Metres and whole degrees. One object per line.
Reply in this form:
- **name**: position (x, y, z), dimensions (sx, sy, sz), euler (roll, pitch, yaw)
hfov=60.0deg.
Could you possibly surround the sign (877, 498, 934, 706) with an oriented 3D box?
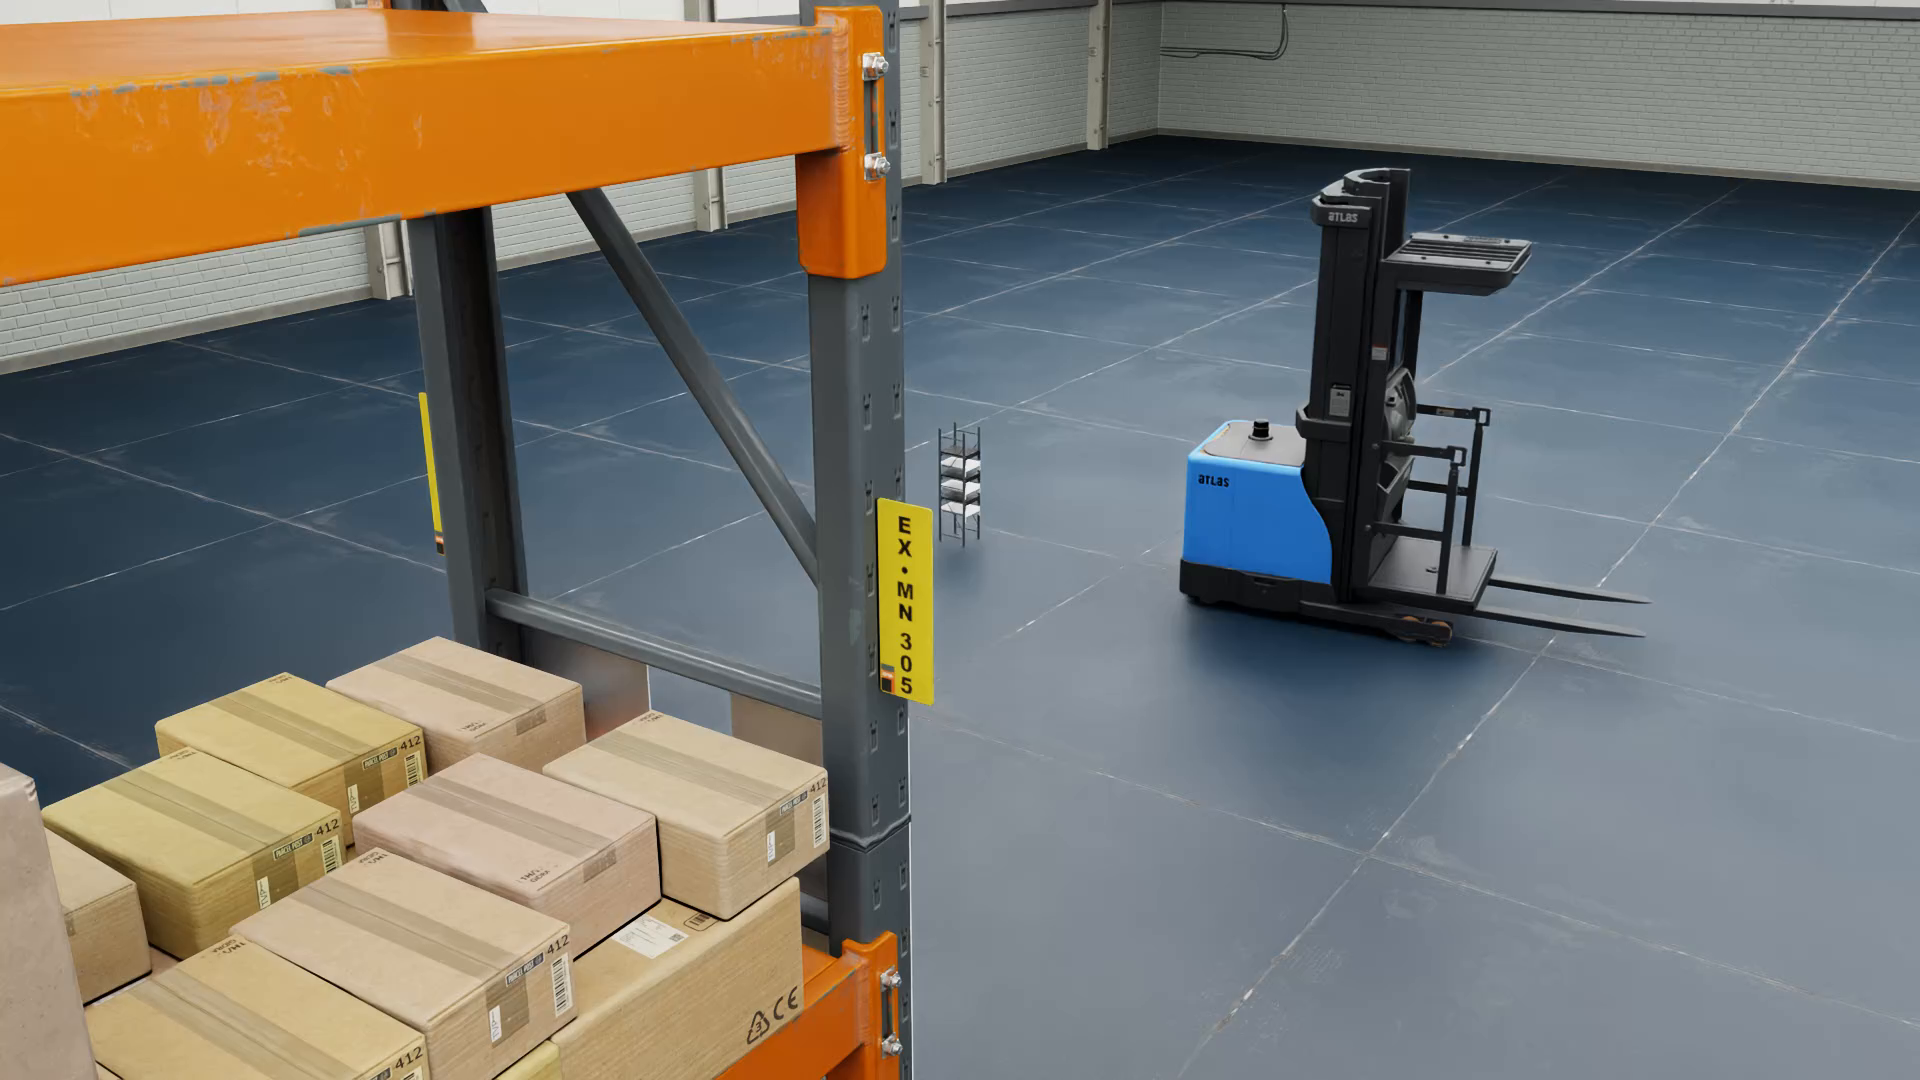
- **sign**: position (-0.084, 0.097, 2.578), dimensions (0.100, 0.325, 0.005), euler (13, 24, 32)

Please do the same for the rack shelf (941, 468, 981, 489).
- **rack shelf**: position (-0.005, -0.473, 12.583), dimensions (0.258, 0.077, 0.200), euler (13, 24, 32)

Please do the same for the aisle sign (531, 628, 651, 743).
- **aisle sign**: position (-0.745, 0.510, 3.315), dimensions (0.394, 0.787, 0.004), euler (13, 24, 32)

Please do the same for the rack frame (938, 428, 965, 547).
- **rack frame**: position (-0.062, -0.391, 12.524), dimensions (0.240, 0.900, 0.006), euler (13, 24, 32)

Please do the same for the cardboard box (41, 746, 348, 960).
- **cardboard box**: position (-1.143, 0.468, 2.494), dimensions (0.380, 0.149, 0.250), euler (13, 24, 31)

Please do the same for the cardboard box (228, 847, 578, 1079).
- **cardboard box**: position (-0.736, 0.574, 2.206), dimensions (0.380, 0.149, 0.250), euler (12, 23, 30)

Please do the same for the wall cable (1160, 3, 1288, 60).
- **wall cable**: position (5.642, -11.622, 35.690), dimensions (3.097, 2.526, 0.112), euler (13, 24, 32)

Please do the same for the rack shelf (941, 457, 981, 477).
- **rack shelf**: position (-0.005, -0.557, 12.552), dimensions (0.258, 0.077, 0.200), euler (13, 24, 32)

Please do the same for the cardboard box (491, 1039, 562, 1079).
- **cardboard box**: position (-0.871, 0.801, 2.169), dimensions (0.500, 0.250, 0.500), euler (13, 24, 32)

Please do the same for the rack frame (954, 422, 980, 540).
- **rack frame**: position (0.053, -0.449, 12.681), dimensions (0.240, 0.900, 0.006), euler (13, 24, 32)

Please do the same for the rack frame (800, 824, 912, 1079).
- **rack frame**: position (-0.532, 1.806, 3.560), dimensions (1.000, 3.000, 0.127), euler (13, 24, 32)

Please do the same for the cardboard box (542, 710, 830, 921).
- **cardboard box**: position (-0.430, 0.423, 2.616), dimensions (0.380, 0.149, 0.250), euler (13, 24, 32)

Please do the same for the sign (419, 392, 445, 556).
- **sign**: position (-0.980, -0.117, 3.174), dimensions (0.100, 0.325, 0.005), euler (13, 24, 32)

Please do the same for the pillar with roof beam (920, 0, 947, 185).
- **pillar with roof beam**: position (3.080, -9.930, 26.640), dimensions (9.100, 9.000, 0.400), euler (13, 24, 32)

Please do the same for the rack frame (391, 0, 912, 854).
- **rack frame**: position (-0.532, -1.008, 2.519), dimensions (1.000, 3.000, 0.127), euler (13, 24, 32)

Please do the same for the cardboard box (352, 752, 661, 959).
- **cardboard box**: position (-0.673, 0.474, 2.476), dimensions (0.380, 0.149, 0.250), euler (12, 24, 30)

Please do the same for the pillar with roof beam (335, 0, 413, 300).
- **pillar with roof beam**: position (-3.665, -6.487, 17.332), dimensions (9.100, 9.000, 0.400), euler (13, 24, 32)

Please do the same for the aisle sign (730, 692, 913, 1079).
- **aisle sign**: position (-0.249, 0.627, 2.999), dimensions (0.394, 0.787, 0.004), euler (13, 24, 32)

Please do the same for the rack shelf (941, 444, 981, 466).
- **rack shelf**: position (-0.005, -0.642, 12.520), dimensions (0.258, 0.077, 0.200), euler (13, 24, 32)

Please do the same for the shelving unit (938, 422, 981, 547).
- **shelving unit**: position (-0.005, -0.420, 12.603), dimensions (0.258, 0.900, 0.210), euler (13, 24, 32)

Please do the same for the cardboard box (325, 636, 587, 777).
- **cardboard box**: position (-0.878, 0.316, 2.905), dimensions (0.380, 0.149, 0.250), euler (13, 24, 31)

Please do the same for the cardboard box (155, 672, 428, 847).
- **cardboard box**: position (-1.103, 0.372, 2.755), dimensions (0.380, 0.149, 0.250), euler (14, 24, 33)

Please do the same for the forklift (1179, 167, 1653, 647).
- **forklift**: position (3.089, -0.884, 10.931), dimensions (3.031, 2.935, 1.130), euler (9, 22, 23)

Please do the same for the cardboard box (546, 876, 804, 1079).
- **cardboard box**: position (-0.592, 0.657, 2.558), dimensions (0.500, 0.250, 0.500), euler (14, 24, 33)

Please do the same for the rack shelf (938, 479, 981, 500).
- **rack shelf**: position (-0.005, -0.388, 12.614), dimensions (0.258, 0.077, 0.200), euler (13, 24, 32)

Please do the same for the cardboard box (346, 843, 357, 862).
- **cardboard box**: position (-1.016, 0.557, 2.828), dimensions (0.500, 0.250, 0.500), euler (14, 25, 33)

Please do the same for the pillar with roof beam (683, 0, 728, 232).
- **pillar with roof beam**: position (-0.293, -8.209, 21.986), dimensions (9.100, 9.000, 0.400), euler (13, 24, 32)

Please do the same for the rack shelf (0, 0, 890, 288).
- **rack shelf**: position (-1.656, -0.095, 1.093), dimensions (1.077, 0.370, 4.000), euler (13, 24, 32)

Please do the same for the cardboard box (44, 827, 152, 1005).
- **cardboard box**: position (-1.355, 0.532, 2.320), dimensions (0.380, 0.149, 0.250), euler (14, 25, 34)

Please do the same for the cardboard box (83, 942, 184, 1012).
- **cardboard box**: position (-1.301, 0.706, 2.425), dimensions (0.500, 0.250, 0.500), euler (13, 24, 31)

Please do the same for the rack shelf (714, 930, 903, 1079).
- **rack shelf**: position (-1.656, 1.310, 1.613), dimensions (1.077, 0.370, 4.000), euler (13, 24, 32)

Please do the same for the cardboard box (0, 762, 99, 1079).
- **cardboard box**: position (-1.194, 0.472, 1.548), dimensions (0.500, 0.500, 0.500), euler (13, 24, 32)

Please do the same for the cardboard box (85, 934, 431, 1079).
- **cardboard box**: position (-0.857, 0.651, 1.999), dimensions (0.380, 0.149, 0.250), euler (13, 24, 32)

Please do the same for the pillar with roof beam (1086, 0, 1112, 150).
- **pillar with roof beam**: position (6.453, -11.652, 31.294), dimensions (9.100, 9.000, 0.400), euler (13, 24, 32)

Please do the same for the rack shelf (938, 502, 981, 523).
- **rack shelf**: position (-0.005, -0.220, 12.677), dimensions (0.258, 0.077, 0.200), euler (13, 24, 32)

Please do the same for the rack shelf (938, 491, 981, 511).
- **rack shelf**: position (-0.005, -0.304, 12.645), dimensions (0.258, 0.077, 0.200), euler (13, 24, 32)
